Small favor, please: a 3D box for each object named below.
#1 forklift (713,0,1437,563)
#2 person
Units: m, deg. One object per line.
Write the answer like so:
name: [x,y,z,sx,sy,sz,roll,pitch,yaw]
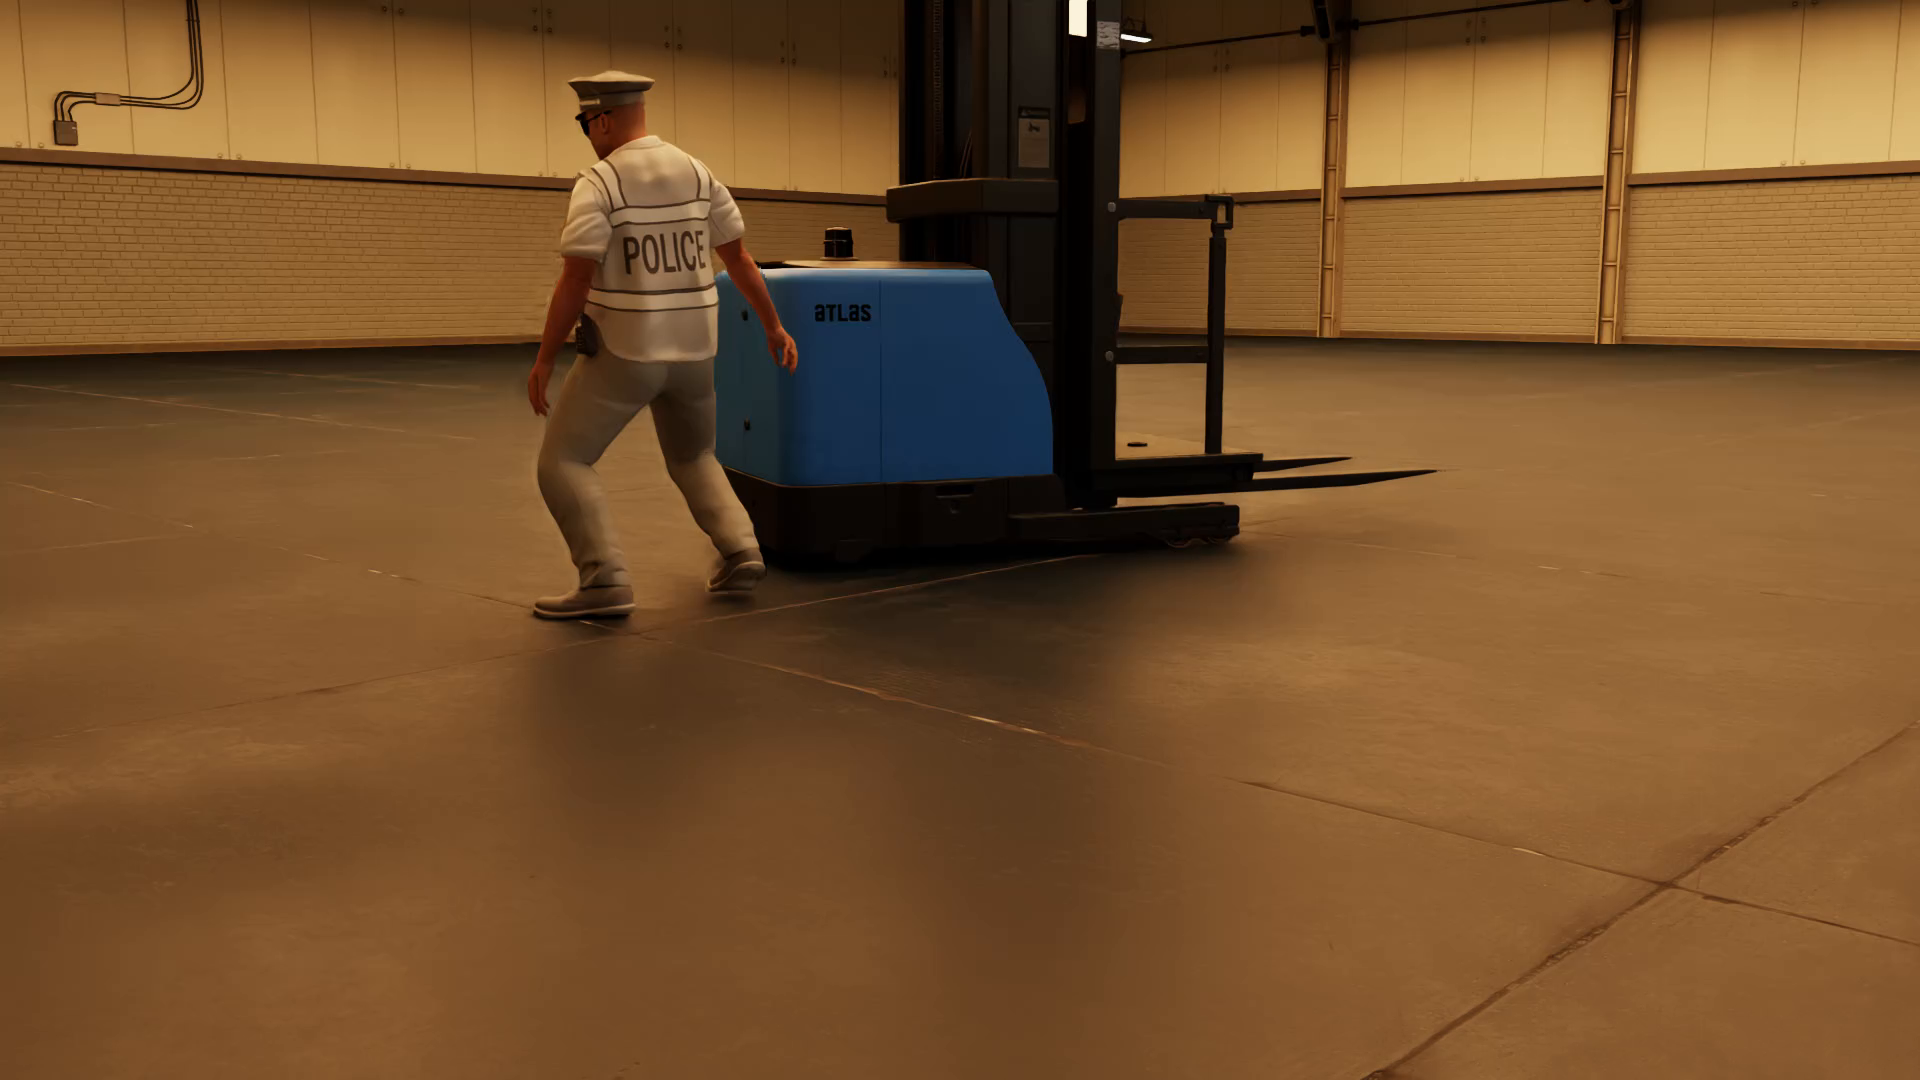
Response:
forklift: [0.559,-1.486,6.742,3.031,2.935,1.130,-4,9,-23]
person: [-0.930,-0.617,5.255,0.897,1.671,0.505,-7,11,-39]
